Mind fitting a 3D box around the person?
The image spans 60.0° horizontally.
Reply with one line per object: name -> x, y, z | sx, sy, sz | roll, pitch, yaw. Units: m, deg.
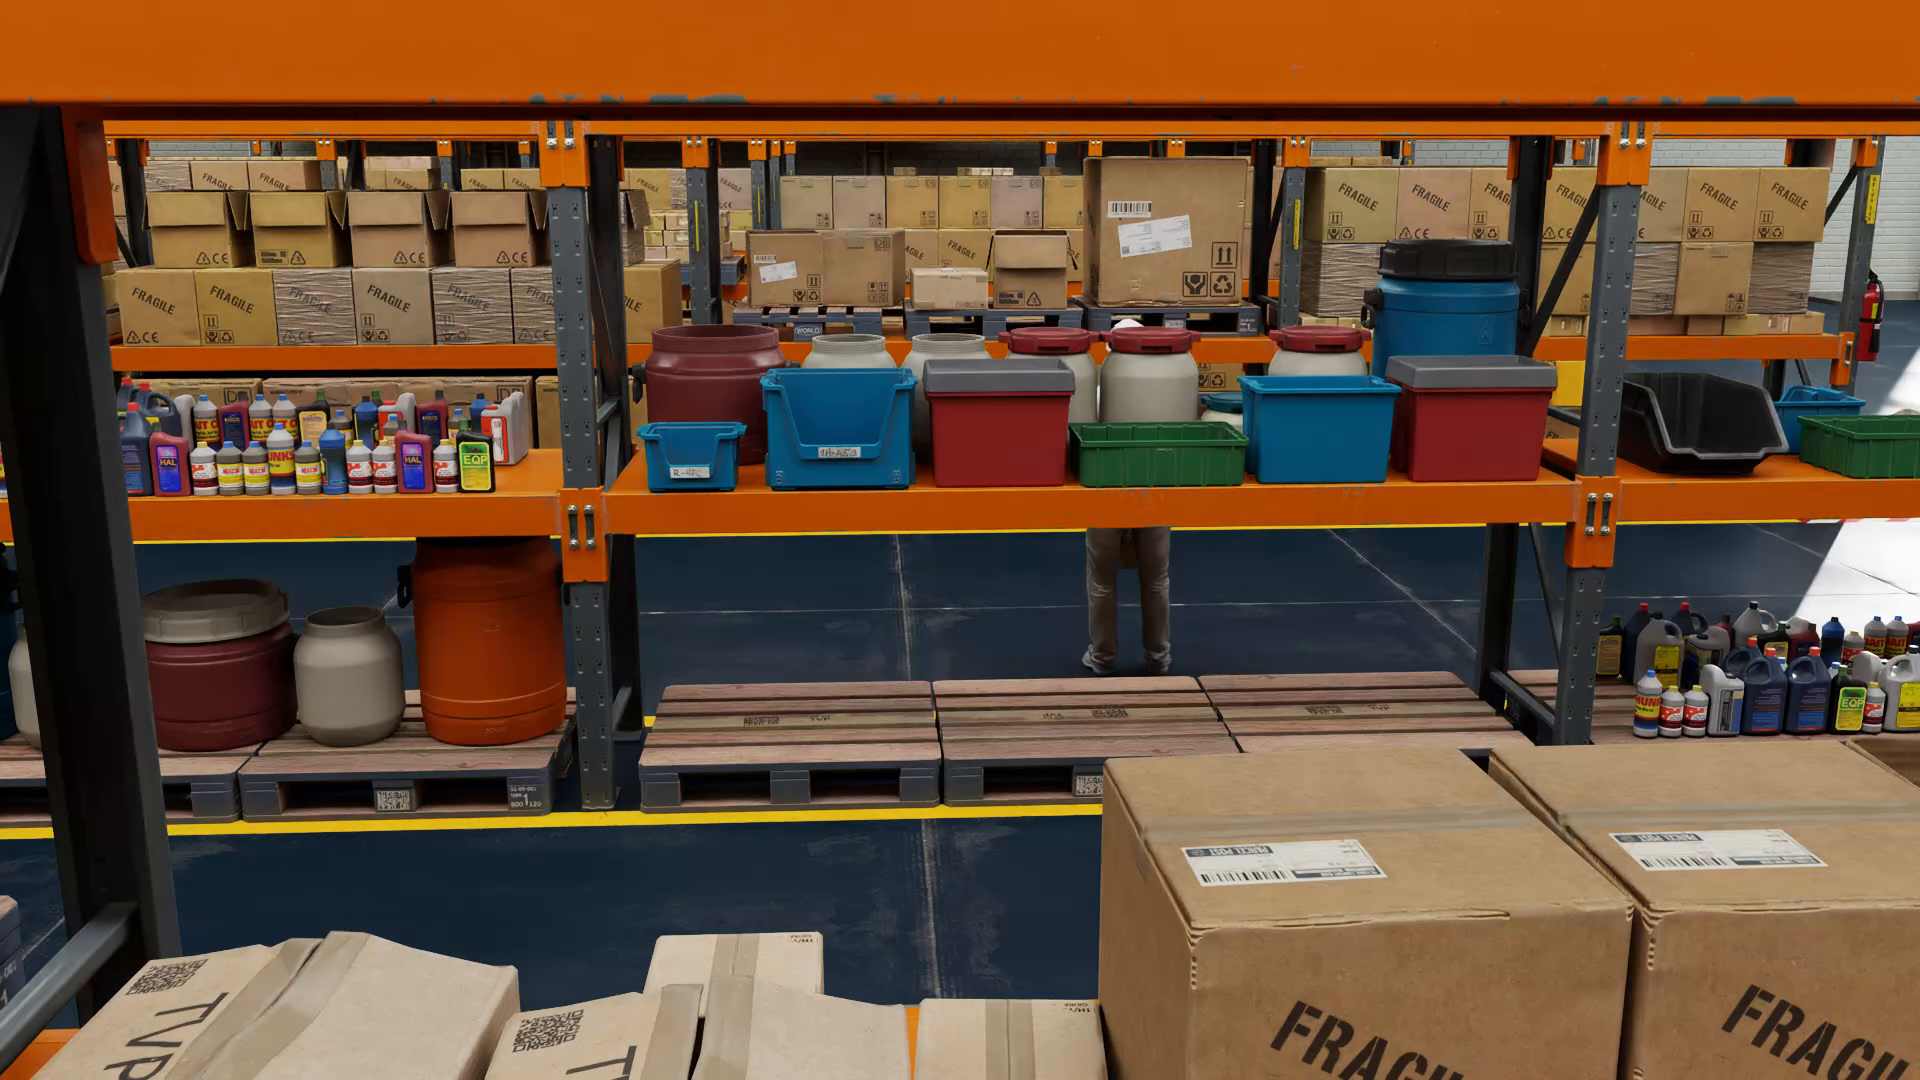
person -> 0.835, -0.199, 8.255 | 0.555, 1.777, 0.423 | -1, 13, -5
